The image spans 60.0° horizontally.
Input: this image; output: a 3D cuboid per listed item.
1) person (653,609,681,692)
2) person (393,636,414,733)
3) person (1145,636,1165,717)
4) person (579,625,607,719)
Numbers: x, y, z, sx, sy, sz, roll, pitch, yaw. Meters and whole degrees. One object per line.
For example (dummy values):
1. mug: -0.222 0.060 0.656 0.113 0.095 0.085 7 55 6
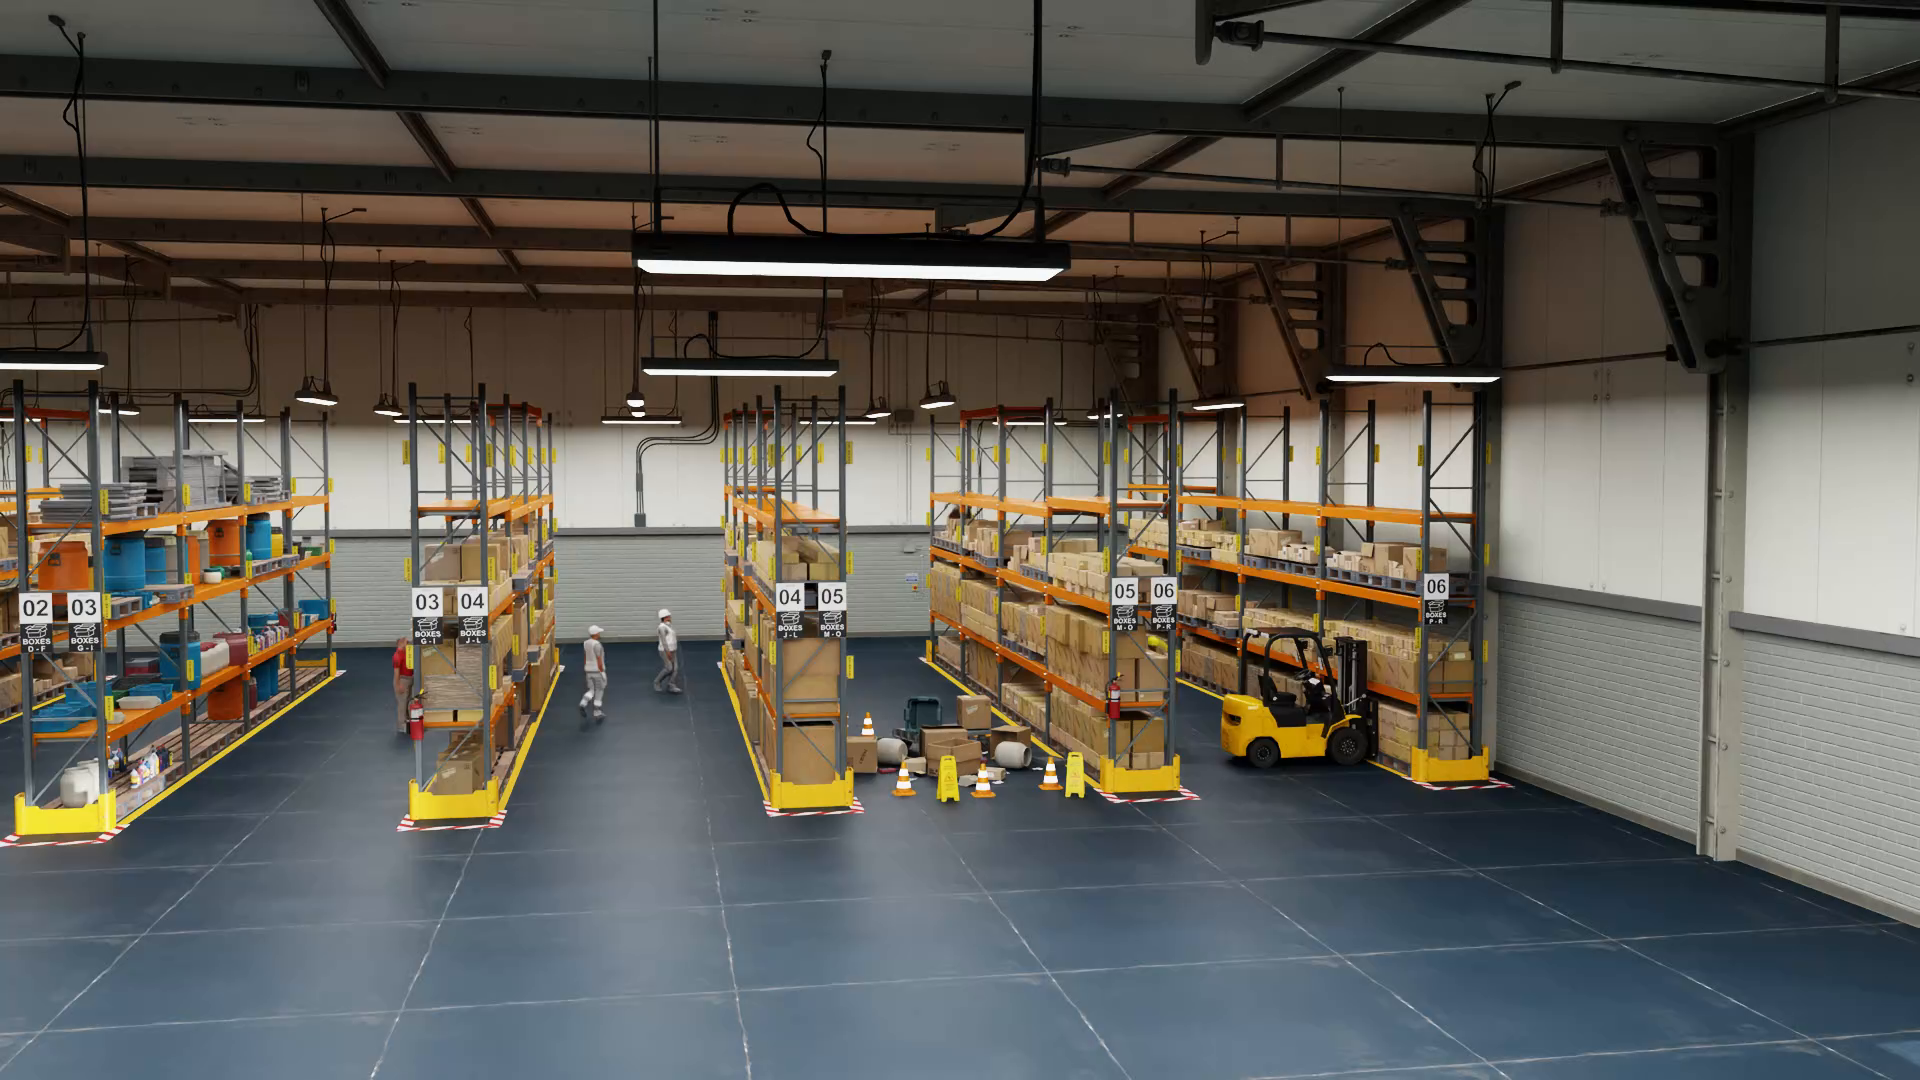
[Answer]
1. person: -6.210 2.349 35.290 0.588 1.768 0.581 1 3 17
2. person: -10.091 2.625 30.228 0.516 1.753 0.609 1 3 12
3. person: 3.423 2.598 29.655 0.593 1.755 0.495 0 3 -7
4. person: -6.940 2.503 31.454 0.548 1.783 0.609 2 3 30
